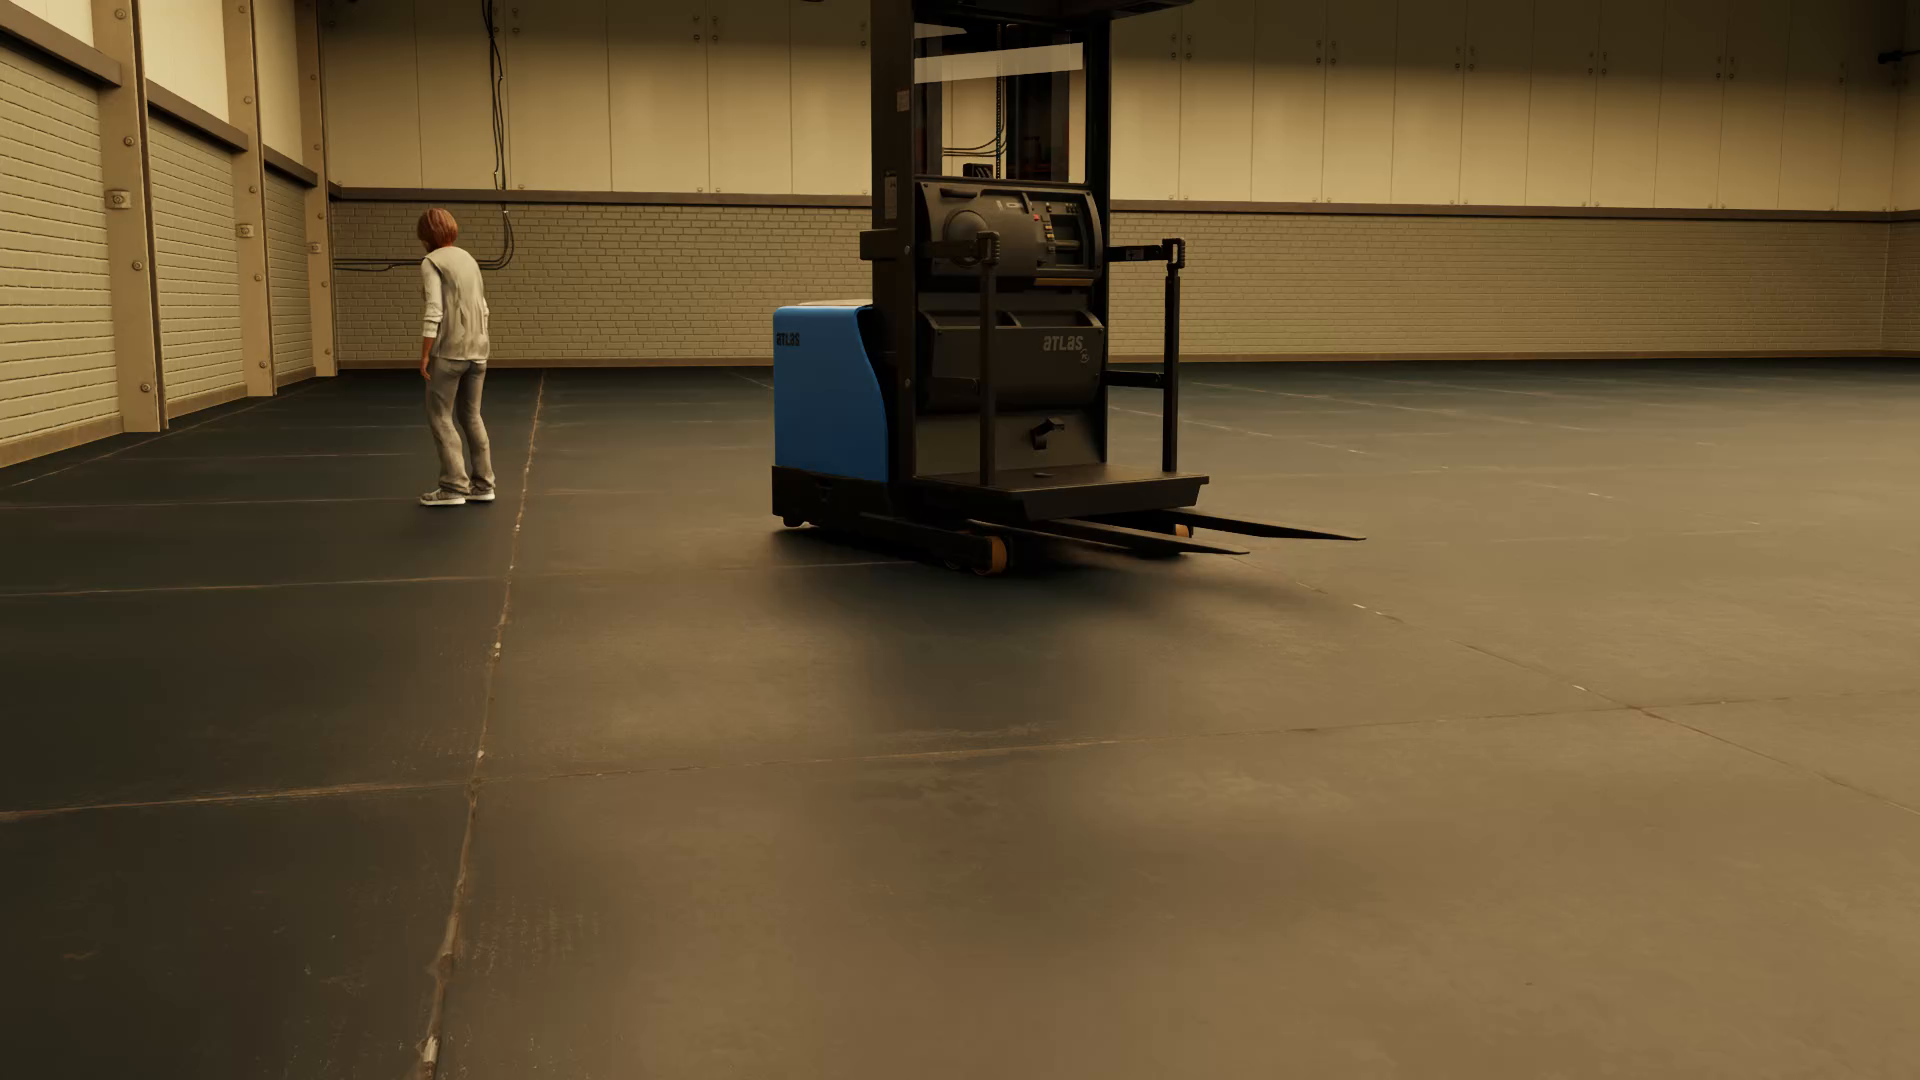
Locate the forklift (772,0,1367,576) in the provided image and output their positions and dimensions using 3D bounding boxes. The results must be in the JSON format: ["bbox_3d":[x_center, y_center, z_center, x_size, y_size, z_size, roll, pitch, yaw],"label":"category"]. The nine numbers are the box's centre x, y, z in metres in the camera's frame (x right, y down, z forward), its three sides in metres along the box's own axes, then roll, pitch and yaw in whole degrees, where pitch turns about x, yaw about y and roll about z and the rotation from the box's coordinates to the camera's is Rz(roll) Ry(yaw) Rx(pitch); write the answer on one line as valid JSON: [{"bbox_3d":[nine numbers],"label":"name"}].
[{"bbox_3d":[0.355,-1.383,7.015,1.130,2.935,3.031,-6,10,-35],"label":"forklift"}]

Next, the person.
[{"bbox_3d":[-2.739,-0.985,9.010,0.345,1.591,0.477,4,9,26],"label":"person"}]
